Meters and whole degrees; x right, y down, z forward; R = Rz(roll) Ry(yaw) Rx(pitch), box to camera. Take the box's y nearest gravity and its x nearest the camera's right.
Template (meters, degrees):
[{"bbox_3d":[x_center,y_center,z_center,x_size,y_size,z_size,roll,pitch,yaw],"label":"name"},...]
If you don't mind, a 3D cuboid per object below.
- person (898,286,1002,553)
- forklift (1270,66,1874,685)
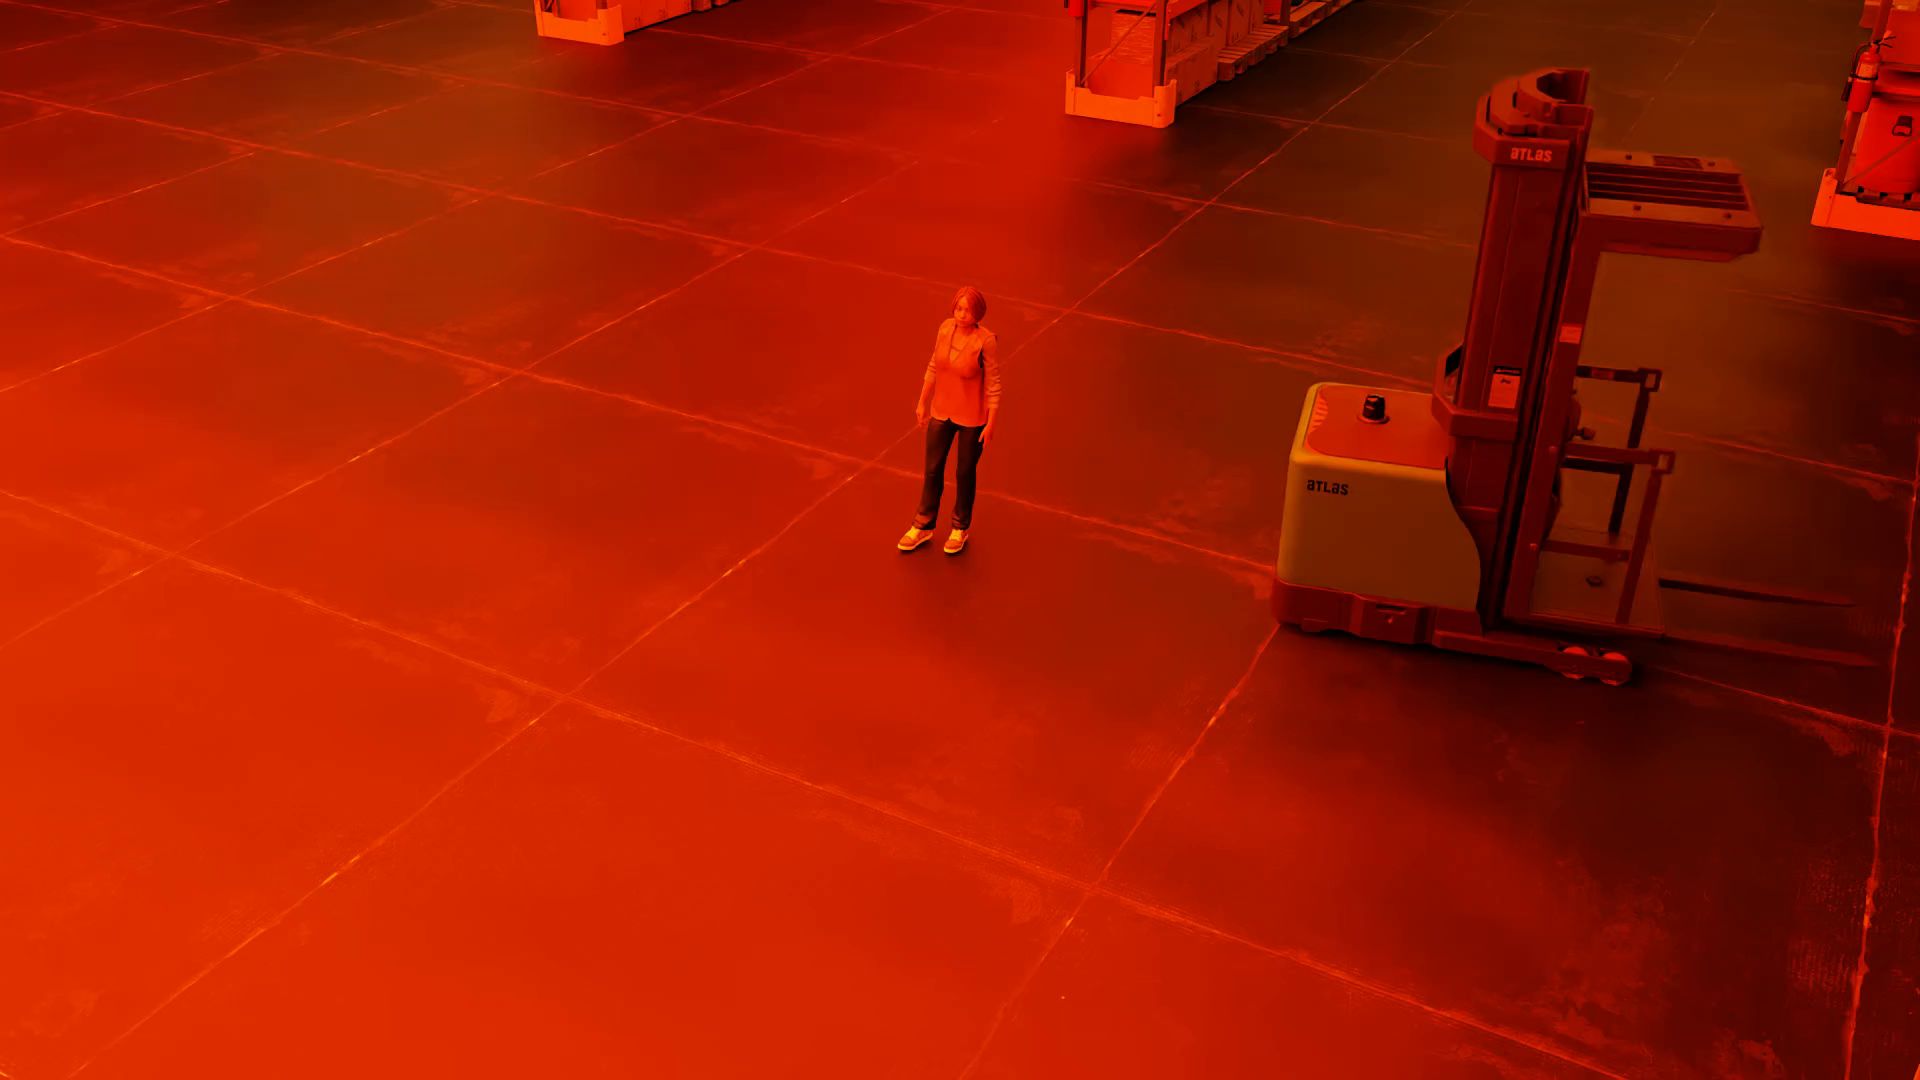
[{"bbox_3d":[-0.049,-0.667,9.548,0.521,1.599,0.469,15,33,25],"label":"person"},{"bbox_3d":[3.287,-0.809,8.472,3.031,2.935,1.130,8,31,14],"label":"forklift"}]
